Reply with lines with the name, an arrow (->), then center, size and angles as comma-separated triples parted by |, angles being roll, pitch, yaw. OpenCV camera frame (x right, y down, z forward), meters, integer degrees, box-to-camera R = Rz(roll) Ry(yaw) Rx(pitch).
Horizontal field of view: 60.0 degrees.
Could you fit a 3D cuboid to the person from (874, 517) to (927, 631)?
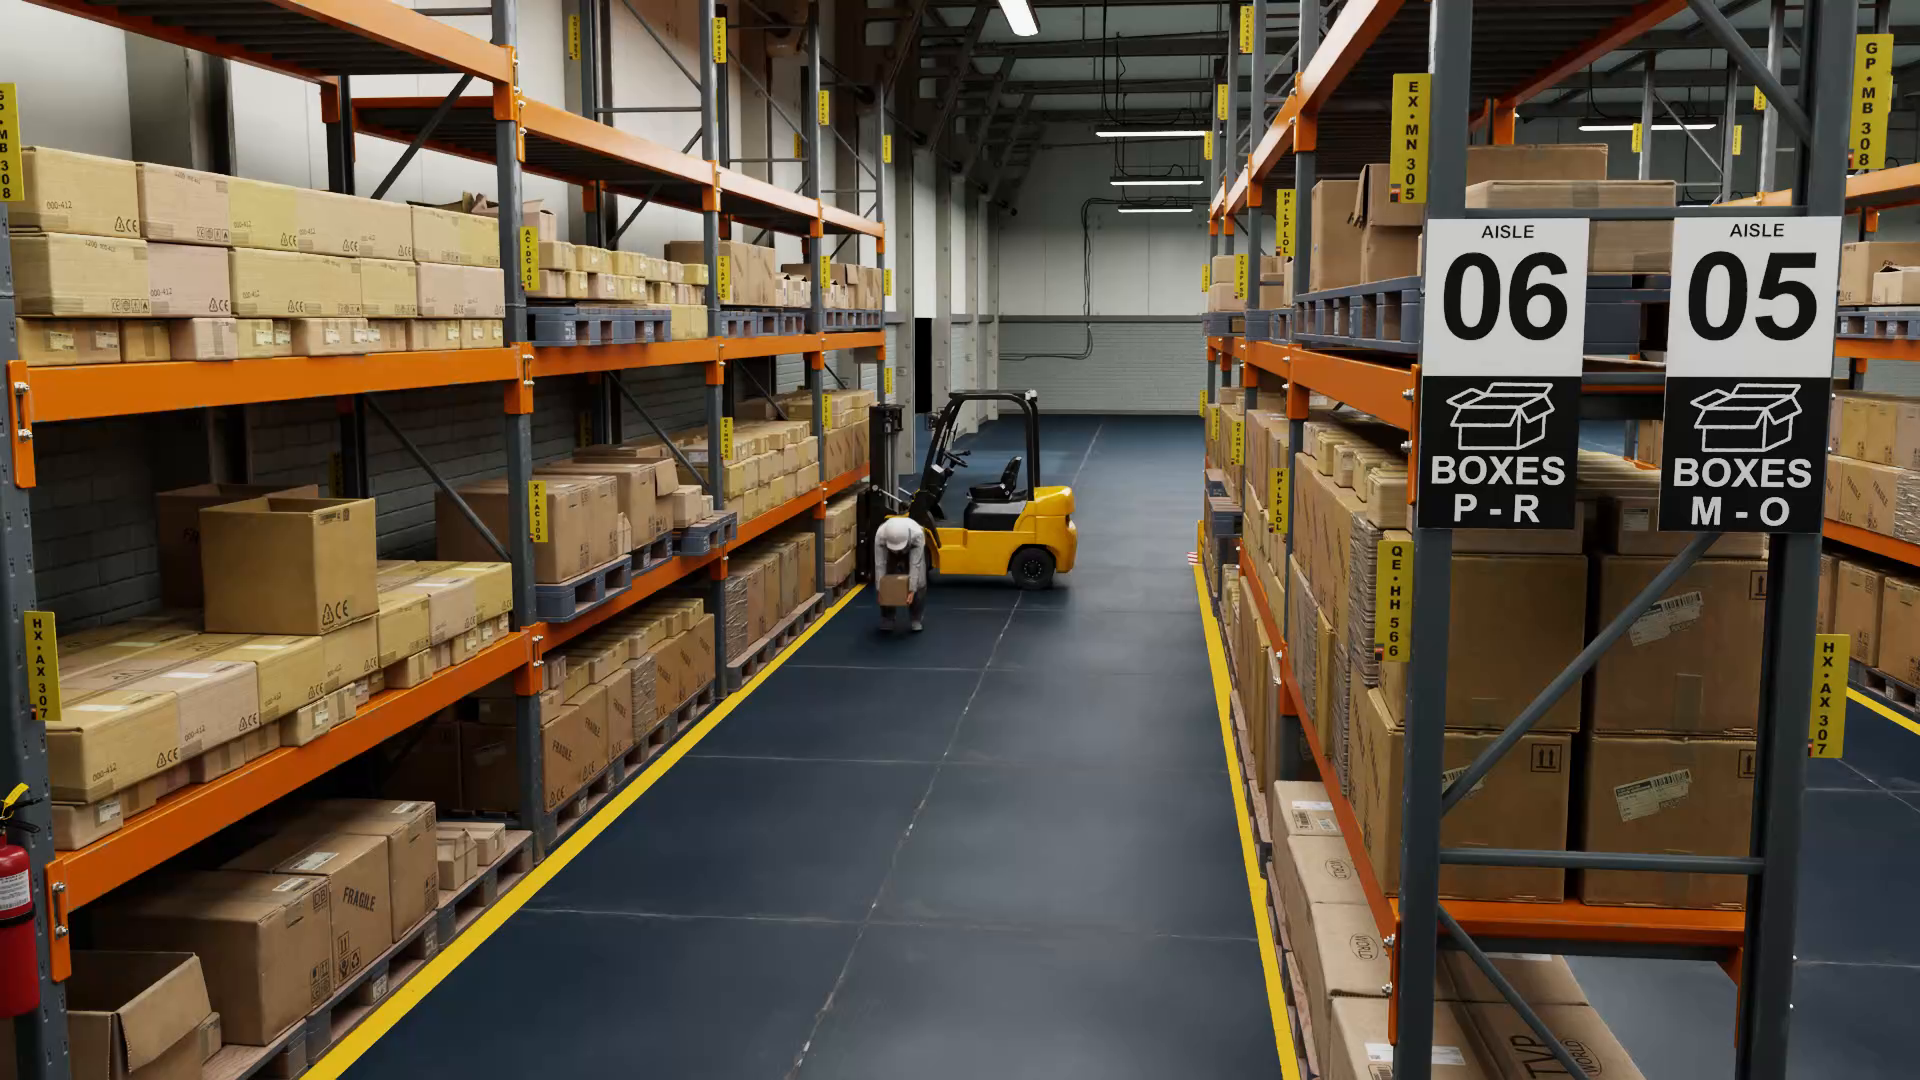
person -> -0.569, 0.322, 15.697 | 0.495, 1.133, 0.992 | 0, 8, 4
